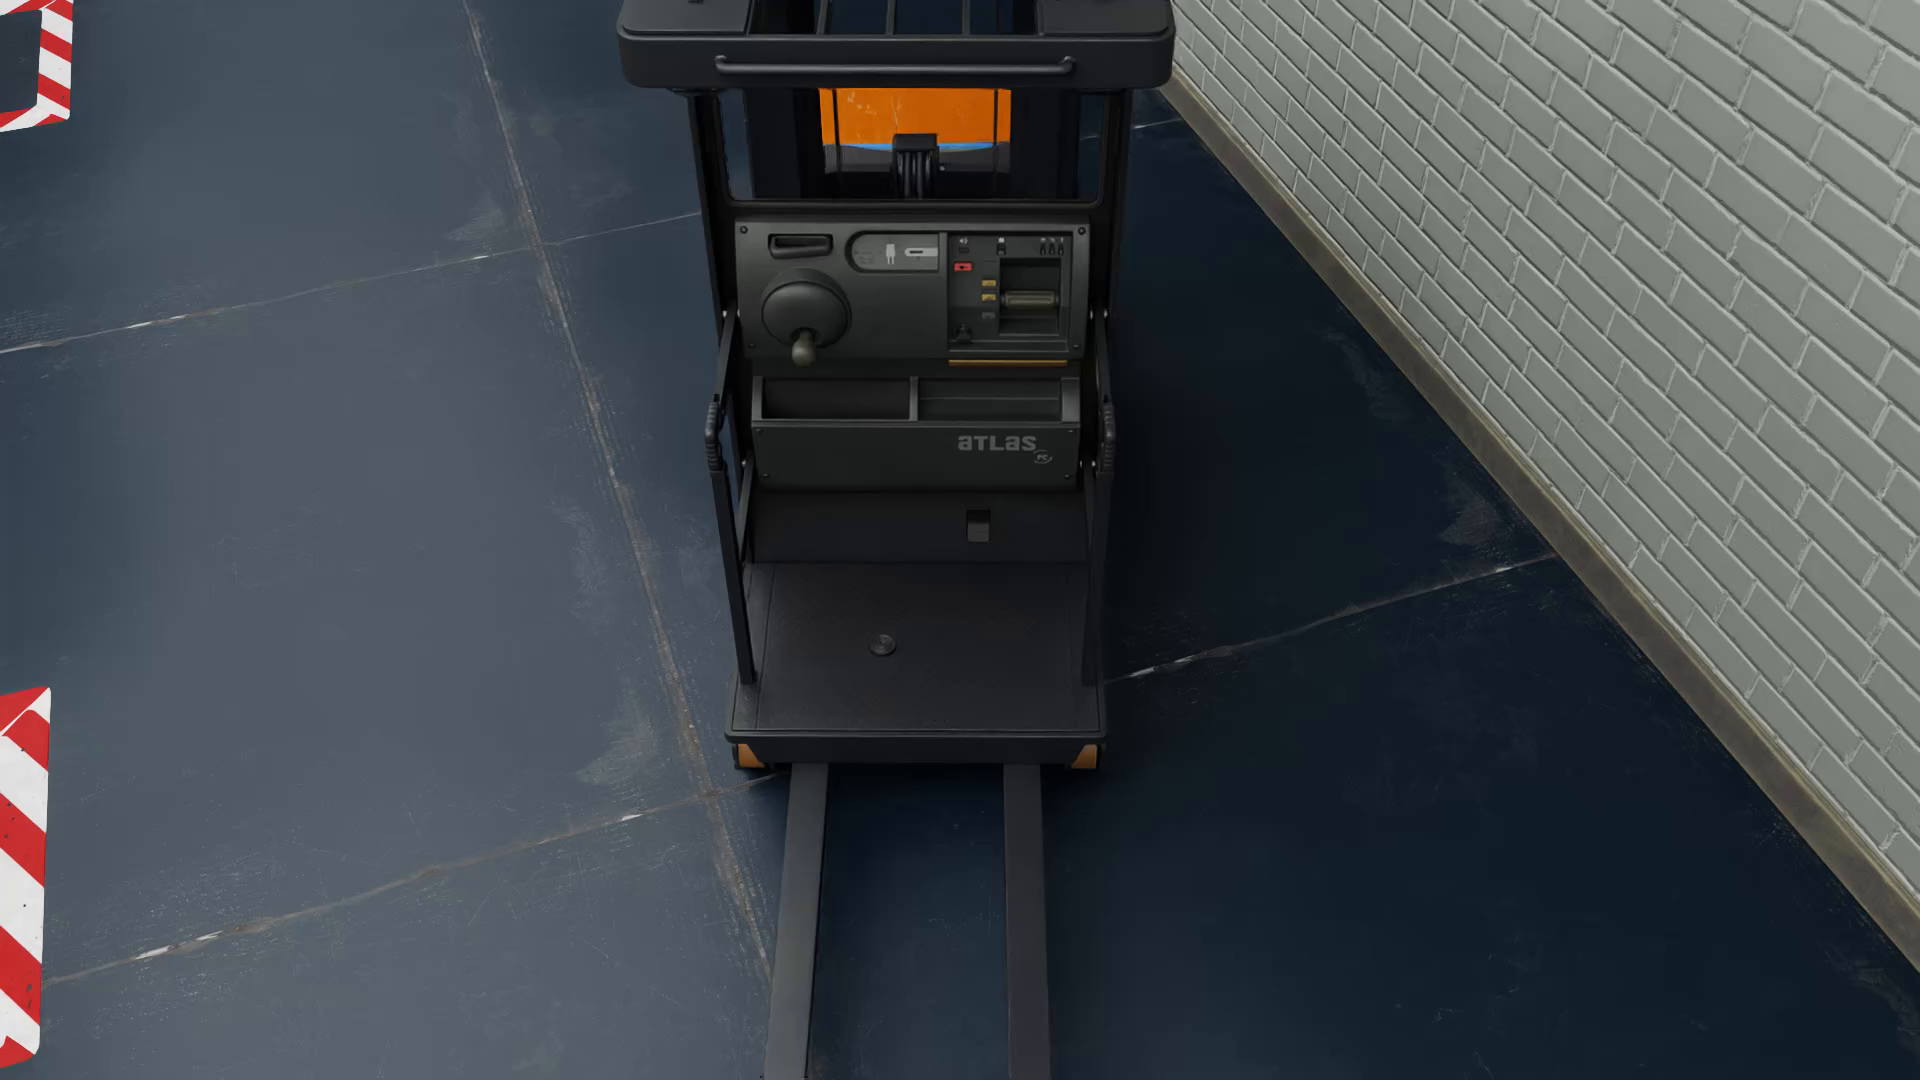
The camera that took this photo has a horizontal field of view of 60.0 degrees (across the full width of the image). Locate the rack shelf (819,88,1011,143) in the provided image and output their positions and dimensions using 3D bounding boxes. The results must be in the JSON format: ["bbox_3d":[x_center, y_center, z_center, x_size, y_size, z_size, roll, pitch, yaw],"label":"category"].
[{"bbox_3d":[-0.235,-1.438,5.976,1.000,0.278,0.538,-6,45,-5],"label":"rack shelf"}]

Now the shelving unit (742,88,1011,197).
[{"bbox_3d":[-0.235,-1.232,6.184,1.048,1.125,0.538,-6,45,-5],"label":"shelving unit"}]

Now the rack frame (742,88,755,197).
[{"bbox_3d":[-0.739,-1.183,6.135,0.032,1.125,0.500,-6,45,-5],"label":"rack frame"}]

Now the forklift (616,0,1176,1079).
[{"bbox_3d":[-0.123,-0.565,4.244,1.130,2.935,3.031,0,45,0],"label":"forklift"}]
